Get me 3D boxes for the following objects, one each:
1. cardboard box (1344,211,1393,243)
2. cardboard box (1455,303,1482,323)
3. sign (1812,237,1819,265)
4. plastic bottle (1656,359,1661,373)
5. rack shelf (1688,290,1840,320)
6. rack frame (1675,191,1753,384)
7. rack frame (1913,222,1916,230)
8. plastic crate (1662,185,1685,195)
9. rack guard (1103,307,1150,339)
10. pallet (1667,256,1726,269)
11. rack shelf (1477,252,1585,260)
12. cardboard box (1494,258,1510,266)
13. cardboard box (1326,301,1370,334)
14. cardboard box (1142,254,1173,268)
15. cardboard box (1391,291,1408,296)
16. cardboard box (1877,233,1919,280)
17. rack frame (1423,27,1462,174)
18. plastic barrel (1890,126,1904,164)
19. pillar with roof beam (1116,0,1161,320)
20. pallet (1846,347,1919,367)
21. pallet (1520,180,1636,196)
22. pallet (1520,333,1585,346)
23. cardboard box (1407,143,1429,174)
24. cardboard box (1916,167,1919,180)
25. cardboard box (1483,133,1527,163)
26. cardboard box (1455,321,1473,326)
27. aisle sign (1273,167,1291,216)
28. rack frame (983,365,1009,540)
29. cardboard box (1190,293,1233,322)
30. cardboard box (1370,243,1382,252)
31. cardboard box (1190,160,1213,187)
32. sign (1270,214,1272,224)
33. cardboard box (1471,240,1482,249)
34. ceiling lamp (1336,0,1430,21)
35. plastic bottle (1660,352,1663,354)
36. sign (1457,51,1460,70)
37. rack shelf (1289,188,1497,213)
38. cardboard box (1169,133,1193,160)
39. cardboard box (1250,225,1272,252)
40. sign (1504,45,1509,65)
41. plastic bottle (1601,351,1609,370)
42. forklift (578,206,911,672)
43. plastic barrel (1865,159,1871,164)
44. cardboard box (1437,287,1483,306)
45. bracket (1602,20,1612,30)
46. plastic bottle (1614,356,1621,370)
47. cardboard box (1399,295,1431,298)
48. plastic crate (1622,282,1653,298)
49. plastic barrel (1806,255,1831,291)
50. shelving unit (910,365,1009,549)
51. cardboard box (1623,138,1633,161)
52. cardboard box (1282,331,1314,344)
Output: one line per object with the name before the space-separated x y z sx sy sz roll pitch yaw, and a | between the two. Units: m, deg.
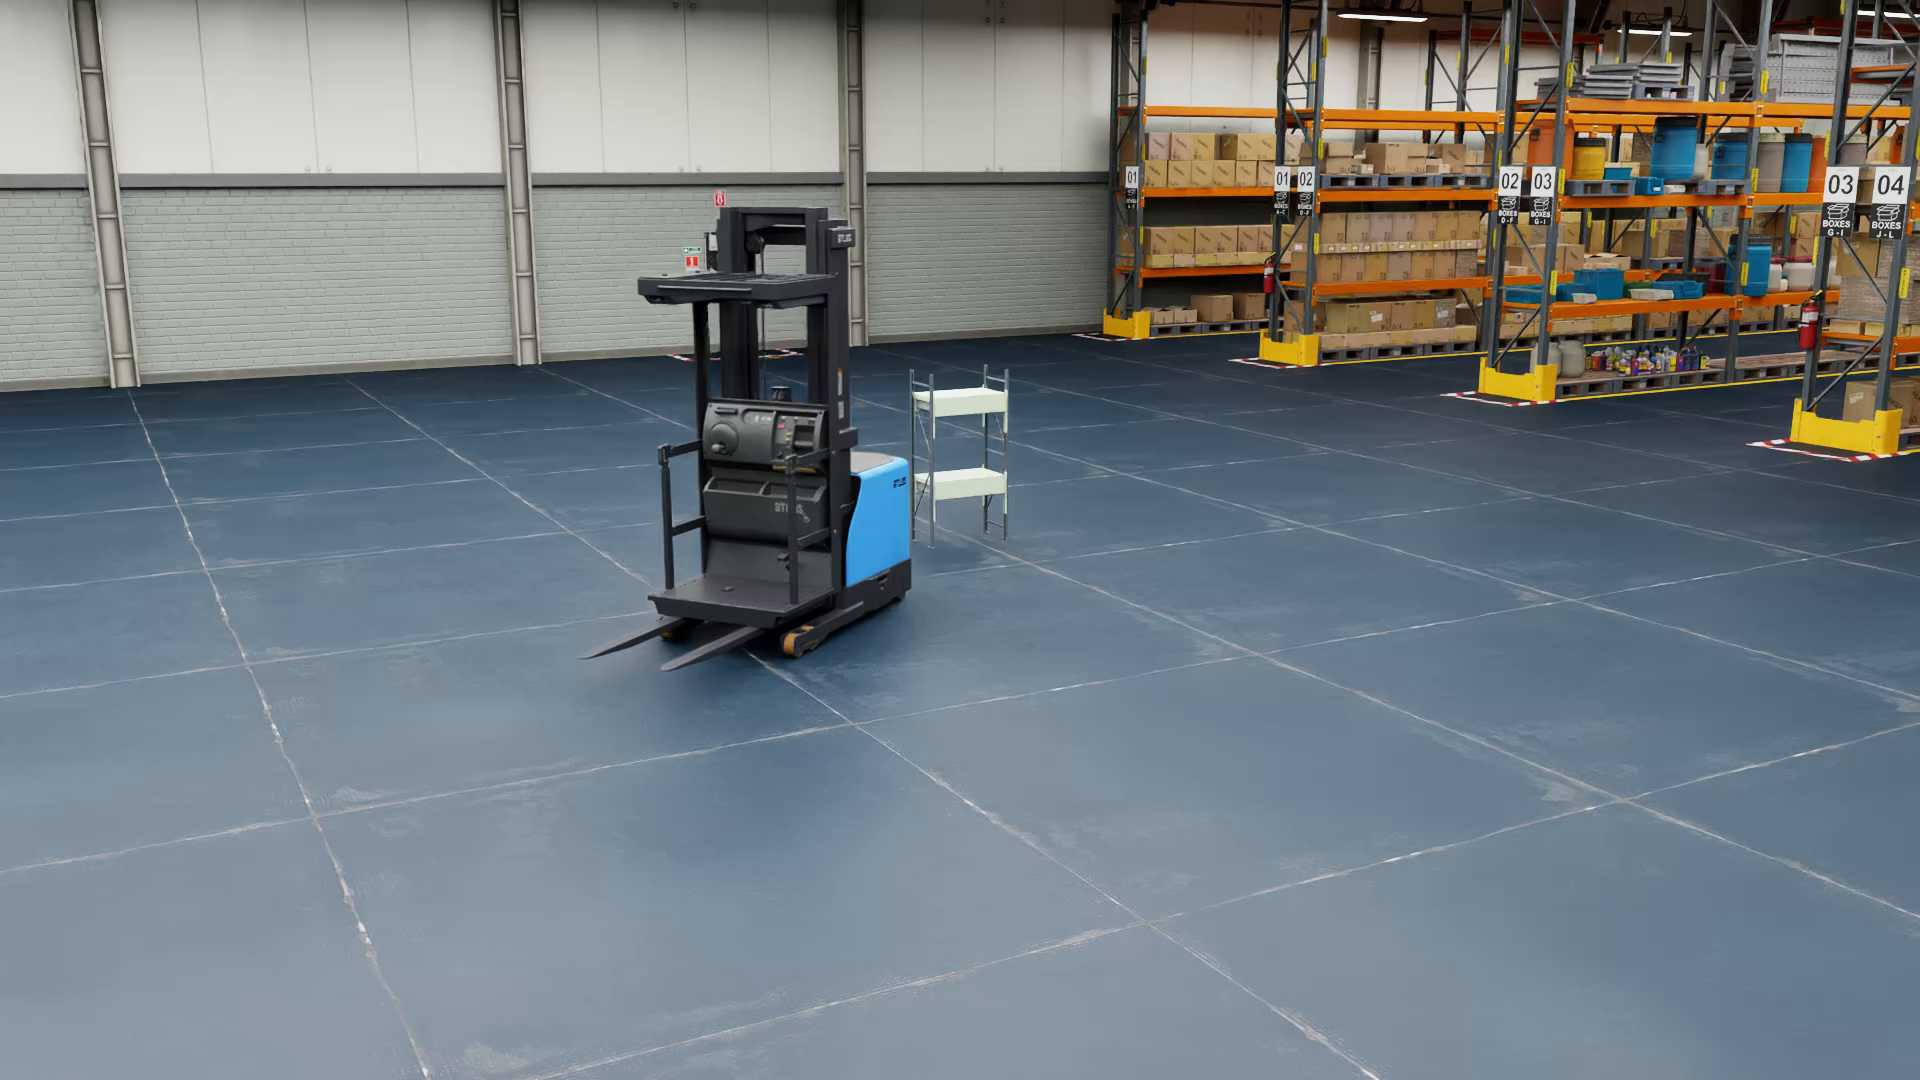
cardboard box | 6.889 -5.303 28.159 0.500 0.500 0.700 -7 14 -28
cardboard box | 9.255 -4.115 30.093 0.500 0.311 0.500 -7 14 -28
sign | 10.021 -3.378 19.432 0.005 0.325 0.100 -7 14 -28
plastic bottle | 10.293 -2.564 24.540 0.097 0.201 0.097 0 13 0
rack shelf | 13.162 -3.785 26.234 4.000 0.370 1.077 -7 14 -28
rack frame | 11.407 -3.926 25.220 0.127 3.000 1.000 -7 14 -28
rack frame | 19.570 -6.143 35.073 0.127 3.000 1.000 -7 14 -28
plastic crate | 10.192 -5.014 23.824 0.396 0.136 0.243 -7 14 -28
rack guard | 3.216 -4.203 32.144 0.348 0.500 1.175 -7 14 -28
pallet | 14.252 -5.413 32.268 1.213 0.211 1.003 -7 14 -28
rack shelf | 11.926 -6.115 36.588 4.000 0.370 1.077 -7 14 -28
cardboard box | 9.720 -4.943 30.047 0.258 0.266 0.396 -7 15 -29
cardboard box | 6.541 -3.756 28.063 0.500 0.500 0.500 -7 14 -28
cardboard box | 3.729 -5.341 31.805 0.500 0.250 0.500 -7 15 -29
cardboard box | 9.056 -5.133 35.278 0.500 0.500 0.700 -7 14 -28
cardboard box | 10.882 -3.237 18.980 0.500 0.500 0.500 -7 14 -28
rack frame | 10.171 -9.182 34.915 0.127 3.000 1.000 -7 14 -28
plastic barrel | 15.417 -6.283 26.931 0.708 0.830 0.600 -7 14 -28
pillar with roof beam | 5.412 -7.752 28.557 0.548 9.000 9.100 -7 14 -28
pallet | 15.590 -3.077 27.801 1.213 0.211 1.003 -7 14 -28
pallet | 8.669 -4.944 23.345 1.213 0.211 1.003 -7 14 -28
pallet | 10.737 -3.734 30.722 1.213 0.211 1.003 -7 14 -28
cardboard box | 7.531 -6.519 28.400 0.637 0.503 0.797 -5 14 -22
cardboard box | 10.622 -4.119 18.683 0.250 0.149 0.380 -7 14 -28
cardboard box | 9.597 -6.899 29.277 0.500 0.500 0.500 -7 14 -27
cardboard box | 9.262 -3.843 30.162 0.500 0.250 0.500 -7 14 -28
aisle sign | 5.327 -5.778 27.529 0.004 0.787 0.394 -7 14 -28
rack frame | 0.315 -0.769 14.612 0.023 1.500 0.400 -7 14 -28
cardboard box | 4.968 -4.592 32.873 0.500 0.500 0.700 -8 15 -31
cardboard box | 6.879 -4.934 27.995 0.250 0.149 0.380 -7 15 -30
cardboard box | 4.505 -7.028 31.901 0.500 0.500 0.500 -6 14 -25
sign | 6.391 -6.506 34.051 0.005 0.325 0.100 -7 14 -28
cardboard box | 8.901 -5.176 29.071 0.250 0.149 0.380 -7 14 -28
ceiling lamp | 7.886 -11.054 29.939 2.000 3.185 0.800 -7 14 -28
plastic bottle | 10.456 -2.655 24.758 0.133 0.283 0.061 -7 14 -28
sign | 8.766 -8.405 29.153 0.005 0.325 0.100 -7 14 -28
rack shelf | 7.281 -5.783 28.279 4.000 0.370 1.077 -7 14 -28
cardboard box | 4.068 -7.461 31.545 0.500 0.500 0.500 -7 14 -29
cardboard box | 5.958 -5.974 32.912 0.500 0.500 0.500 -7 14 -28
sign | 9.281 -8.231 28.199 0.005 0.325 0.100 -7 14 -28
plastic bottle | 9.654 -2.704 24.995 0.135 0.276 0.152 -7 15 -29
forklift | -1.445 -0.753 11.279 1.130 2.935 3.031 6 14 24
plastic barrel | 14.498 -5.891 26.866 0.421 0.512 0.421 0 13 0
cardboard box | 10.879 -5.464 35.995 0.750 0.750 0.750 -7 14 -29
bracket | 14.416 -11.575 37.348 0.430 0.232 0.235 -7 14 -28
plastic bottle | 9.894 -2.667 25.001 0.097 0.201 0.097 0 13 0
cardboard box | 8.045 -4.067 29.448 0.500 0.500 0.500 -7 14 -28
plastic crate | 10.080 -3.734 24.851 0.662 0.188 0.450 -7 14 -28
plastic barrel | 13.375 -4.173 26.010 0.433 0.535 0.433 0 13 0
shelving unit | -0.006 -0.731 14.441 0.755 1.500 0.431 -7 14 -28
cardboard box | 14.890 -8.762 37.330 0.500 0.500 0.500 -7 15 -29
cardboard box | 5.855 -3.437 28.354 0.500 0.250 0.500 -7 14 -28
